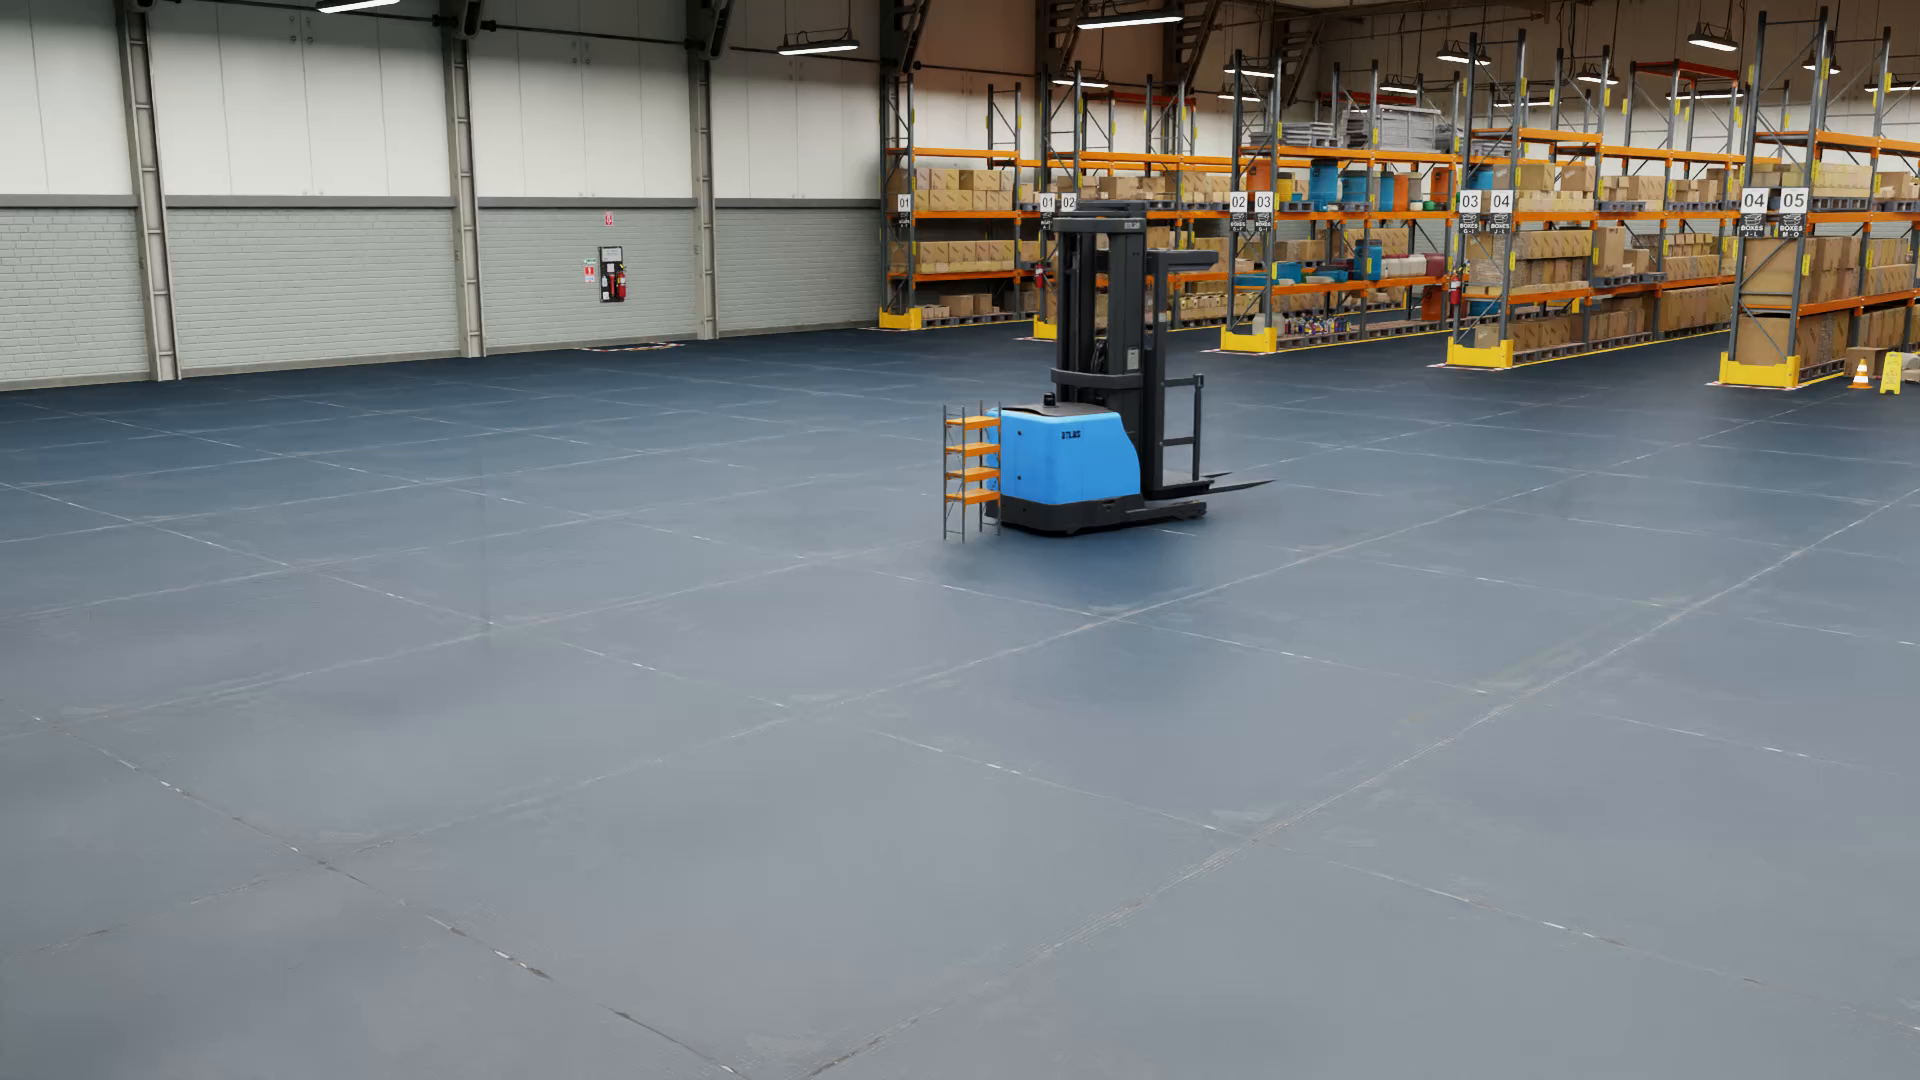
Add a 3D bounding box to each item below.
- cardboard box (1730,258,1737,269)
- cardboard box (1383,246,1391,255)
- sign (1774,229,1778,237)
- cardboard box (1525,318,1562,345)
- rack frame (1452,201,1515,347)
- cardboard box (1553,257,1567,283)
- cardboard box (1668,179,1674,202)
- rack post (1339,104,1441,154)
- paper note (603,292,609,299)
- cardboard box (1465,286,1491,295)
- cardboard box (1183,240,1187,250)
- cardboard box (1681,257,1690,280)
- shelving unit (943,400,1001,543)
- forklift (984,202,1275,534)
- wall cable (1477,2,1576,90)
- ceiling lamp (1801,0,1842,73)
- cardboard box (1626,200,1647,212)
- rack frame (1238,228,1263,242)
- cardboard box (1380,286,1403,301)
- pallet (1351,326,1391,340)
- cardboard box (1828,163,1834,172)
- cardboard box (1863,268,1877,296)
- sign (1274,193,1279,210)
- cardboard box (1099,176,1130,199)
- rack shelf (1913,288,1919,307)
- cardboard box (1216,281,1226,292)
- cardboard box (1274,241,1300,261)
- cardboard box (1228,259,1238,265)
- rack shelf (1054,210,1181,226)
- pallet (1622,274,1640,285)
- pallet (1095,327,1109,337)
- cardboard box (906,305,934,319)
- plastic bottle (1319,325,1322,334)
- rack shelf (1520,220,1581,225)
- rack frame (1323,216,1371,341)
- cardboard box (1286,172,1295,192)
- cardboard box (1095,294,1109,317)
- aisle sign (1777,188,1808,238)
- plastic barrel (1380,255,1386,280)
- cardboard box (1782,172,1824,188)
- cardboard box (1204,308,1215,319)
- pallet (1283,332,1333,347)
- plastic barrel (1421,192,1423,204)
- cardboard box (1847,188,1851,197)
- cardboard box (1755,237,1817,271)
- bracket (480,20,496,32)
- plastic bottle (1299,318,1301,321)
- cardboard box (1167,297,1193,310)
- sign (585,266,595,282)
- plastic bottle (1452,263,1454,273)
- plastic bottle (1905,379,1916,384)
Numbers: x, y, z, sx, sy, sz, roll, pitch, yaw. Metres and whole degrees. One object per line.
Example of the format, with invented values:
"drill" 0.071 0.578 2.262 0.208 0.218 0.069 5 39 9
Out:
"cardboard box" 18.410 -6.672 40.083 0.500 0.250 0.500 10 15 40
"cardboard box" 12.008 -8.161 47.655 0.500 0.500 0.500 10 15 41
"sign" 20.610 -7.692 42.006 0.100 0.325 0.005 10 15 40
"cardboard box" 11.624 -4.156 33.173 0.500 0.500 0.500 -7 13 -30
"rack frame" 9.650 -4.727 30.718 1.000 3.000 0.127 10 15 40
"cardboard box" 11.336 -5.296 32.555 0.875 0.500 0.500 10 15 40
"cardboard box" 15.279 -7.730 36.762 0.797 0.503 0.637 11 16 44
"rack post" 9.805 -9.296 37.770 1.013 1.000 3.121 10 15 40
"paper note" -7.490 -5.172 35.198 0.016 0.148 0.142 10 15 40
"cardboard box" 9.683 -4.672 31.086 0.380 0.149 0.250 10 15 40
"cardboard box" 6.293 -8.518 48.633 0.500 0.500 0.500 9 15 39
"cardboard box" 16.130 -6.141 37.544 0.500 0.500 0.500 9 15 39
"shelving unit" 0.109 -0.613 14.716 0.258 1.200 0.503 10 15 40
"forklift" 1.718 -1.692 15.701 3.031 2.935 1.130 -8 14 -35
"wall cable" 17.408 -15.164 51.080 3.097 2.526 0.112 10 15 40
"ceiling lamp" 19.090 -11.817 35.999 0.800 3.185 2.000 10 15 40
"cardboard box" 14.150 -7.051 35.081 0.500 0.250 0.500 10 15 42
"rack frame" 9.049 -9.002 52.123 1.000 3.000 0.127 10 15 40
"cardboard box" 12.599 -7.240 48.561 0.500 0.500 0.500 10 15 40
"pallet" 9.059 -4.709 37.747 1.003 0.211 1.213 10 15 40
"cardboard box" 14.270 -6.184 27.633 0.380 0.149 0.250 10 15 41
"cardboard box" 16.498 -4.751 30.583 0.500 0.500 0.500 10 15 41
"sign" 6.340 -6.771 33.270 0.100 0.325 0.005 10 15 40
"cardboard box" 3.512 -8.012 37.821 0.500 0.500 0.500 10 15 40
"rack shelf" 19.910 -5.189 34.869 1.077 0.370 4.000 10 15 40
"cardboard box" 7.654 -7.639 50.609 0.700 0.500 0.500 10 15 42
"cardboard box" 8.570 -7.657 44.062 0.500 0.500 0.700 -9 14 -37
"cardboard box" 6.756 -7.035 42.502 0.500 0.311 0.500 10 15 40
"rack shelf" 3.531 -7.420 38.383 1.077 0.370 4.000 10 15 40
"pallet" 13.655 -5.513 35.145 1.003 0.211 1.213 10 15 40
"pallet" 2.684 -4.759 37.997 1.003 0.211 1.213 10 15 40
"cardboard box" -0.988 -5.635 41.009 0.500 0.311 0.500 8 14 34
"plastic bottle" 7.718 -4.517 35.688 0.097 0.201 0.097 0 11 0
"rack shelf" 15.171 -8.545 44.013 1.077 0.370 4.000 10 15 40
"rack frame" 8.570 -5.956 36.871 1.000 3.000 0.127 10 15 40
"cardboard box" 8.458 -9.409 43.693 0.500 0.500 0.500 10 15 40
"cardboard box" 3.061 -5.357 37.909 0.500 0.500 0.500 10 15 40
"aisle sign" 13.487 -5.296 26.932 0.394 0.787 0.004 10 15 40
"plastic barrel" 9.366 -6.135 37.420 0.433 0.535 0.433 0 11 0
"cardboard box" 13.820 -5.907 27.263 0.500 0.250 0.500 10 15 40
"cardboard box" 5.982 -5.633 41.204 0.500 0.250 0.500 9 15 39
"pallet" 7.290 -4.314 35.773 1.003 0.211 1.213 10 15 40
"plastic barrel" 10.775 -8.064 39.482 0.421 0.512 0.421 0 11 0
"cardboard box" 15.109 -5.979 28.644 0.380 0.149 0.250 10 15 40
"cardboard box" 13.877 -4.816 28.025 0.875 0.550 0.550 10 15 40
"bracket" -9.081 -9.819 31.709 0.235 0.232 0.430 10 15 40
"plastic bottle" 7.460 -4.727 36.534 0.061 0.283 0.133 11 15 43
"cardboard box" 5.311 -5.758 40.396 0.500 0.311 0.500 10 15 41
"sign" -7.763 -5.571 34.853 0.001 0.329 0.234 10 15 40
"plastic bottle" 11.836 -6.516 40.007 0.097 0.271 0.097 0 11 0
"plastic bottle" 15.918 -2.659 27.867 0.133 0.061 0.283 4 12 21
